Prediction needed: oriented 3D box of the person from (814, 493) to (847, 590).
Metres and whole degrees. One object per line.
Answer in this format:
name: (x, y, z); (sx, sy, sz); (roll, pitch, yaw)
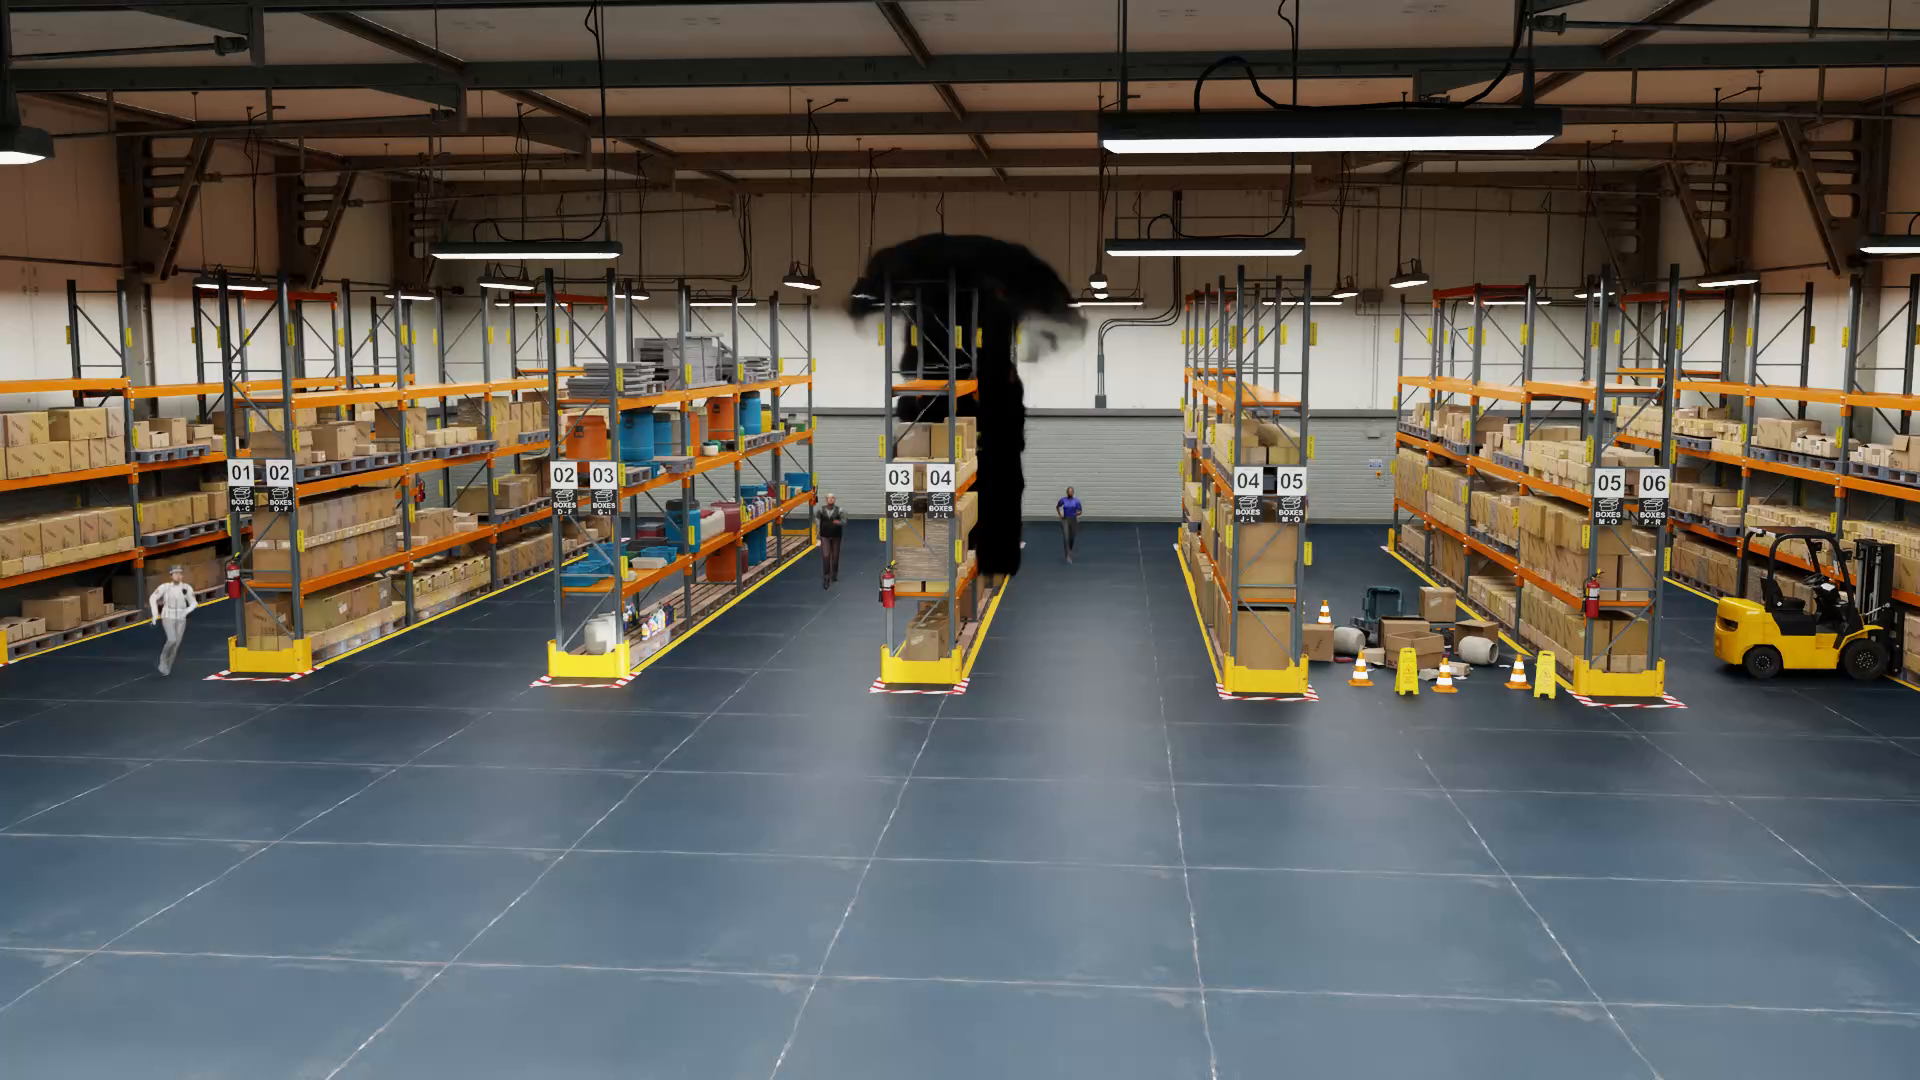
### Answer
person: (-2.479, 0.013, 31.852); (0.641, 1.826, 0.705); (0, 7, -4)

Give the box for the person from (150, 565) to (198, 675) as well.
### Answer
person: (-11.629, 1.188, 24.686); (0.611, 1.647, 0.560); (-5, 9, -37)

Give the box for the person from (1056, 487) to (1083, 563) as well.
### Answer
person: (2.468, -0.366, 37.433); (0.578, 1.675, 0.927); (0, 7, -2)
